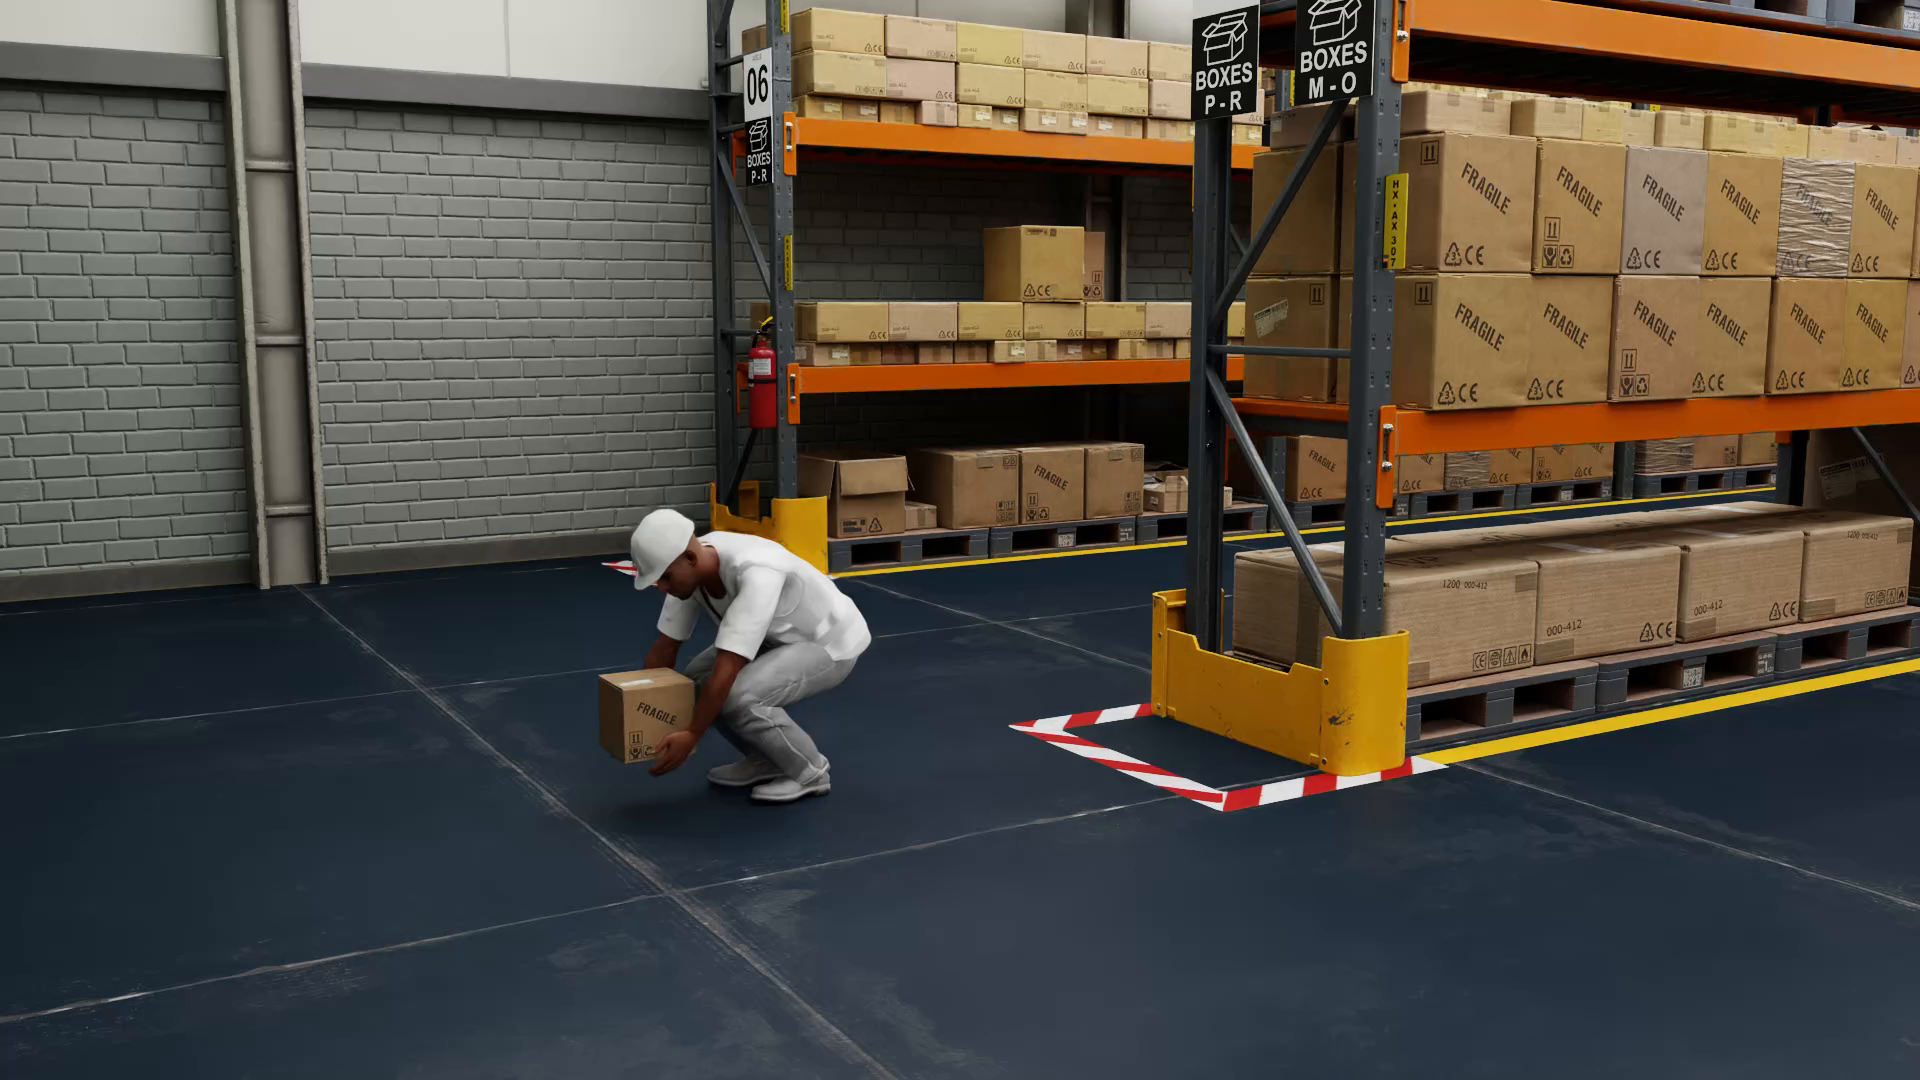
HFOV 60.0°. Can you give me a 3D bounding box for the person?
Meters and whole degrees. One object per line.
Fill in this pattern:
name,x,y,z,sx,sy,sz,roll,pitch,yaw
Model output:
person,-0.728,0.382,5.694,0.890,1.028,0.583,-5,9,-31
